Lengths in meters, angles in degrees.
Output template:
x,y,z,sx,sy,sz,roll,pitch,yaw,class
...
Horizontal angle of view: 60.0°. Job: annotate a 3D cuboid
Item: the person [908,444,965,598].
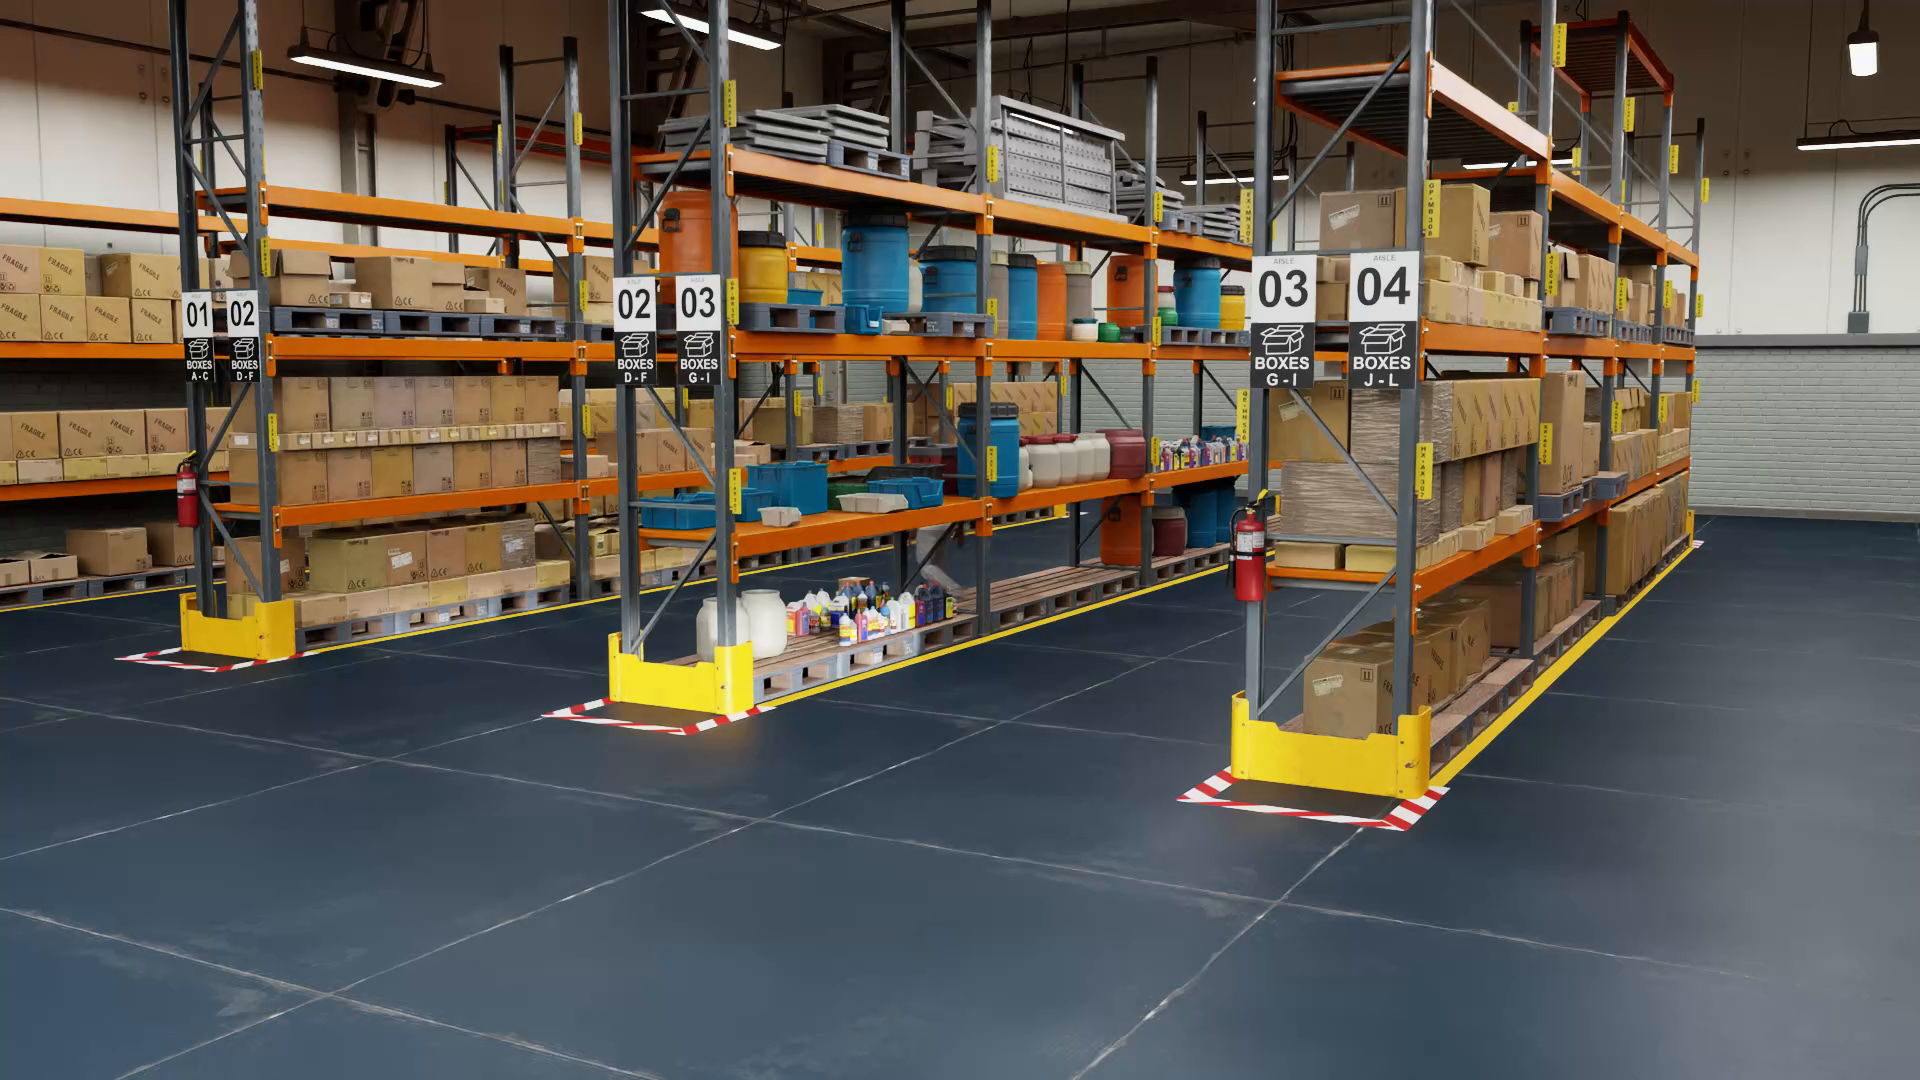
x,y,z,sx,sy,sz,roll,pitch,yaw,class
-0.255,-0.114,17.154,0.614,1.744,0.927,-4,7,-36,person
